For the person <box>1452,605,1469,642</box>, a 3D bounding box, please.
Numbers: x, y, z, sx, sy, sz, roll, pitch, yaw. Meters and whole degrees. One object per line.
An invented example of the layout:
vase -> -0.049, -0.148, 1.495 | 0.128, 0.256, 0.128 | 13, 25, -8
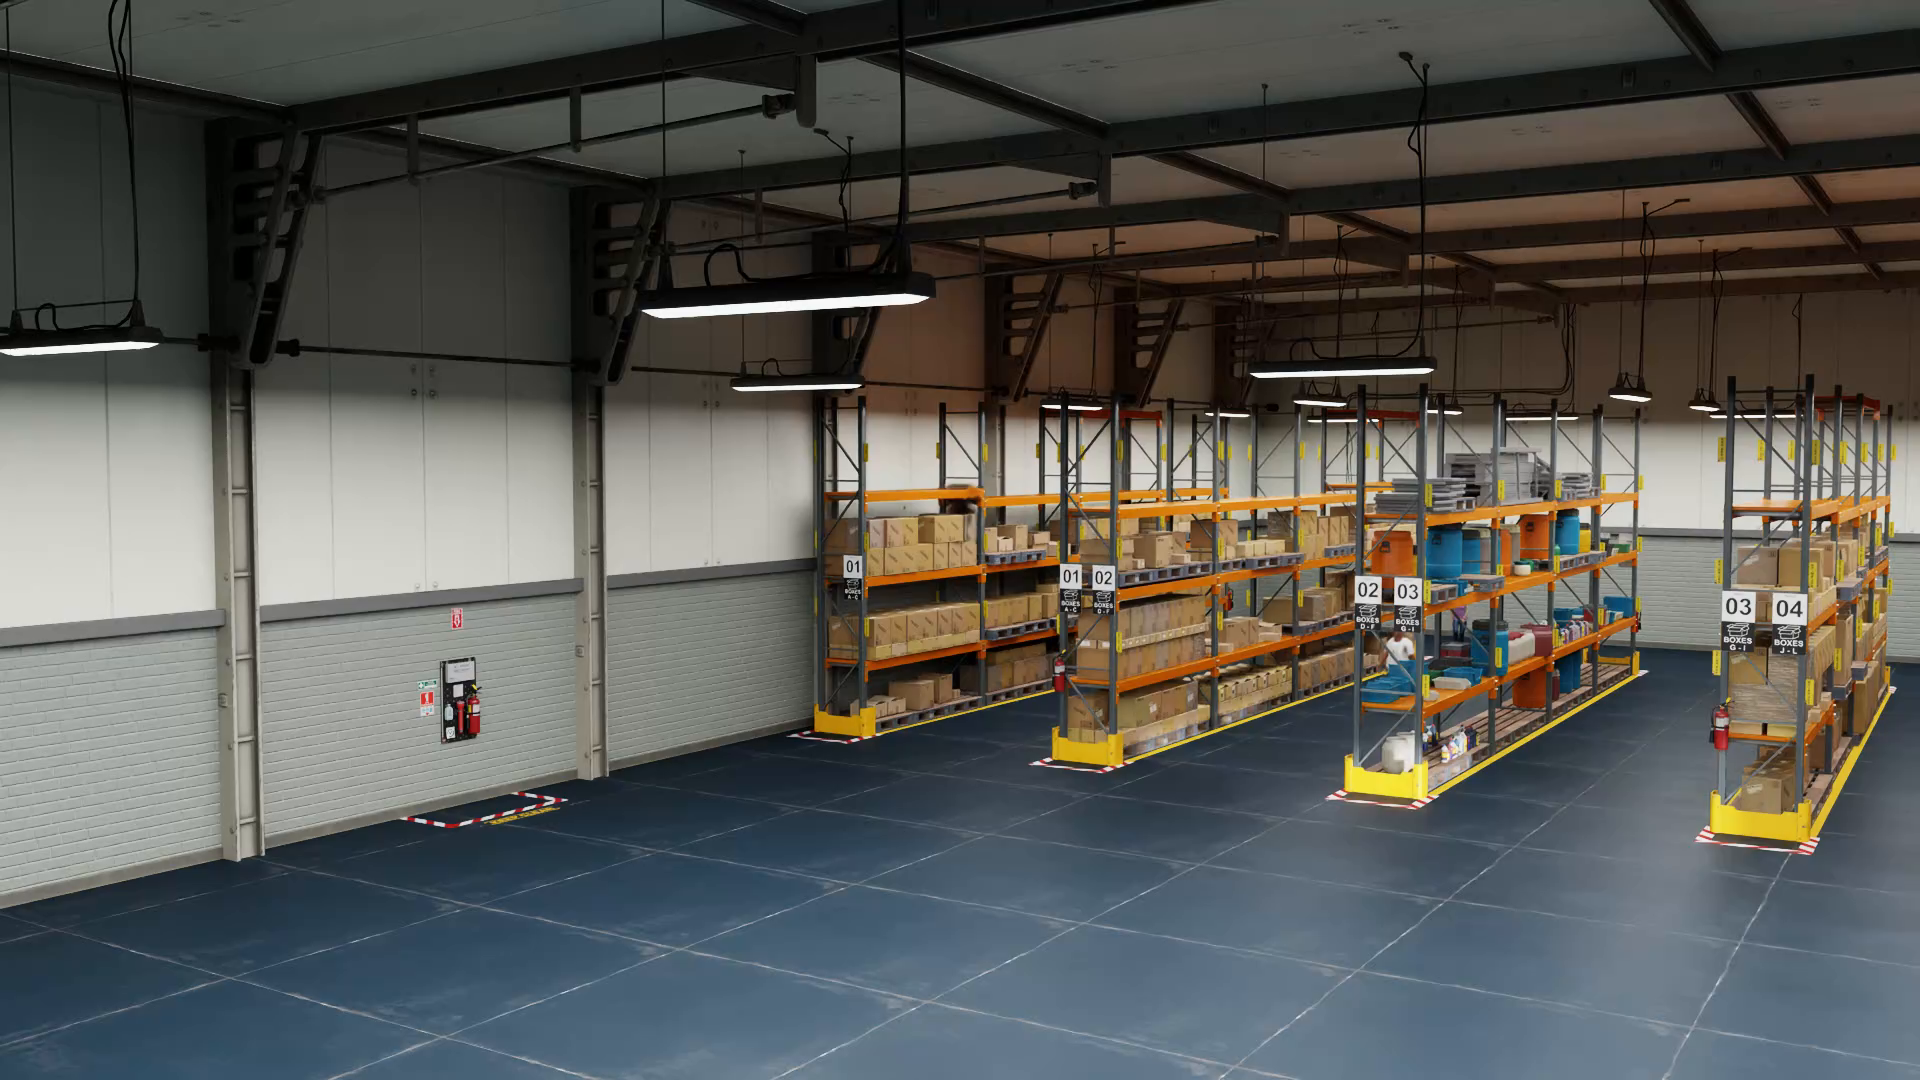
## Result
person -> 12.529, 2.094, 41.664 | 0.425, 1.530, 0.626 | 1, 3, 18

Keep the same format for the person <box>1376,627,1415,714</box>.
person -> 8.390, 2.462, 31.980 | 0.744, 1.721, 1.024 | 2, 3, 28
